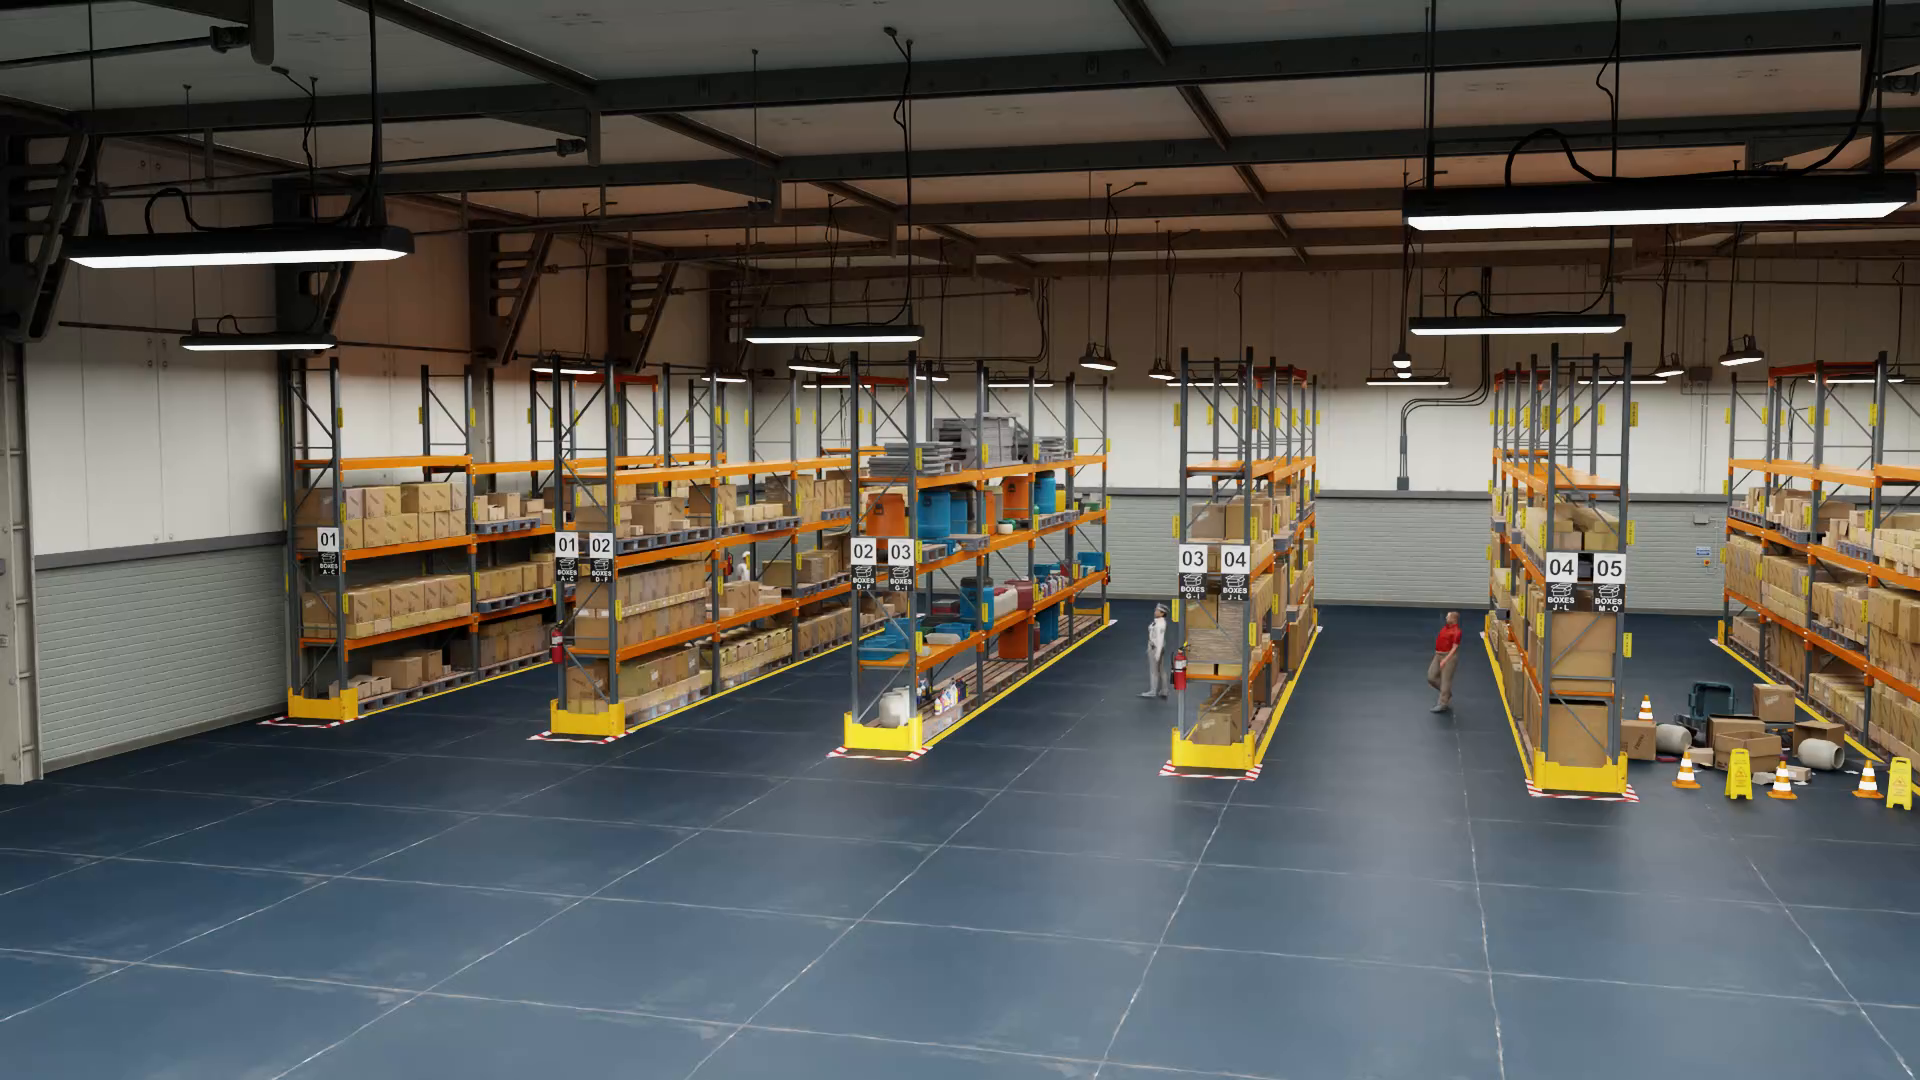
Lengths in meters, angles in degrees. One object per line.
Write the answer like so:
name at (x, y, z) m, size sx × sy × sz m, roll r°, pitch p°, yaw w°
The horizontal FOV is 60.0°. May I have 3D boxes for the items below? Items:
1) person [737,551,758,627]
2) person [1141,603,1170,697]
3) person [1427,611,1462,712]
person at (-5.092, 1.167, 40.128) m, size 0.457 × 1.794 × 0.585 m, roll 2°, pitch 5°, yaw 29°
person at (3.518, 1.968, 29.857) m, size 0.484 × 1.686 × 0.492 m, roll 1°, pitch 4°, yaw 18°
person at (8.272, 2.060, 28.437) m, size 0.624 × 1.705 × 0.597 m, roll -2°, pitch 5°, yaw -28°
